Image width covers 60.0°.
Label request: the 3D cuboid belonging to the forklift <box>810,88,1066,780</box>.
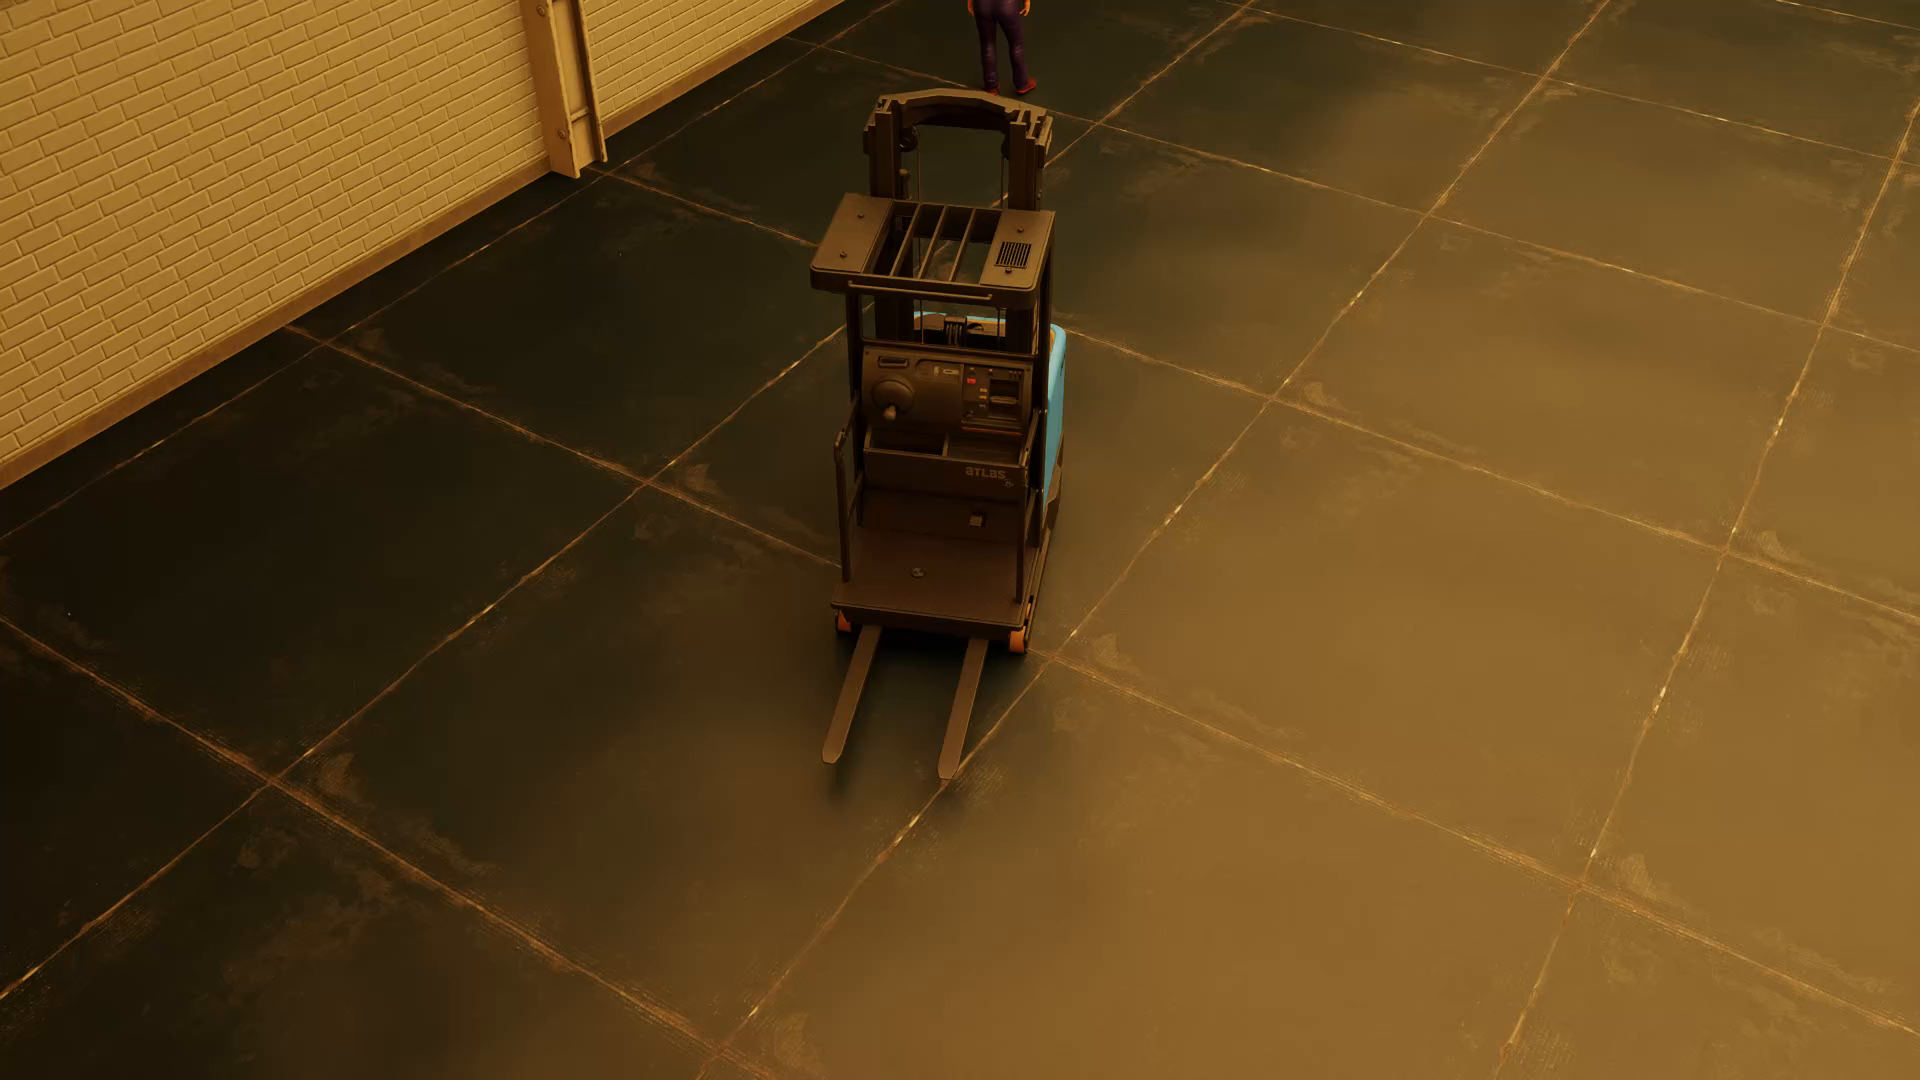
[{"bbox_3d":[-0.108,-0.731,8.830,1.130,2.935,3.031,7,41,8],"label":"forklift"}]

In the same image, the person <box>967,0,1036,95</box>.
[{"bbox_3d":[0.358,-4.687,14.480,0.598,1.650,0.502,9,41,11],"label":"person"}]
